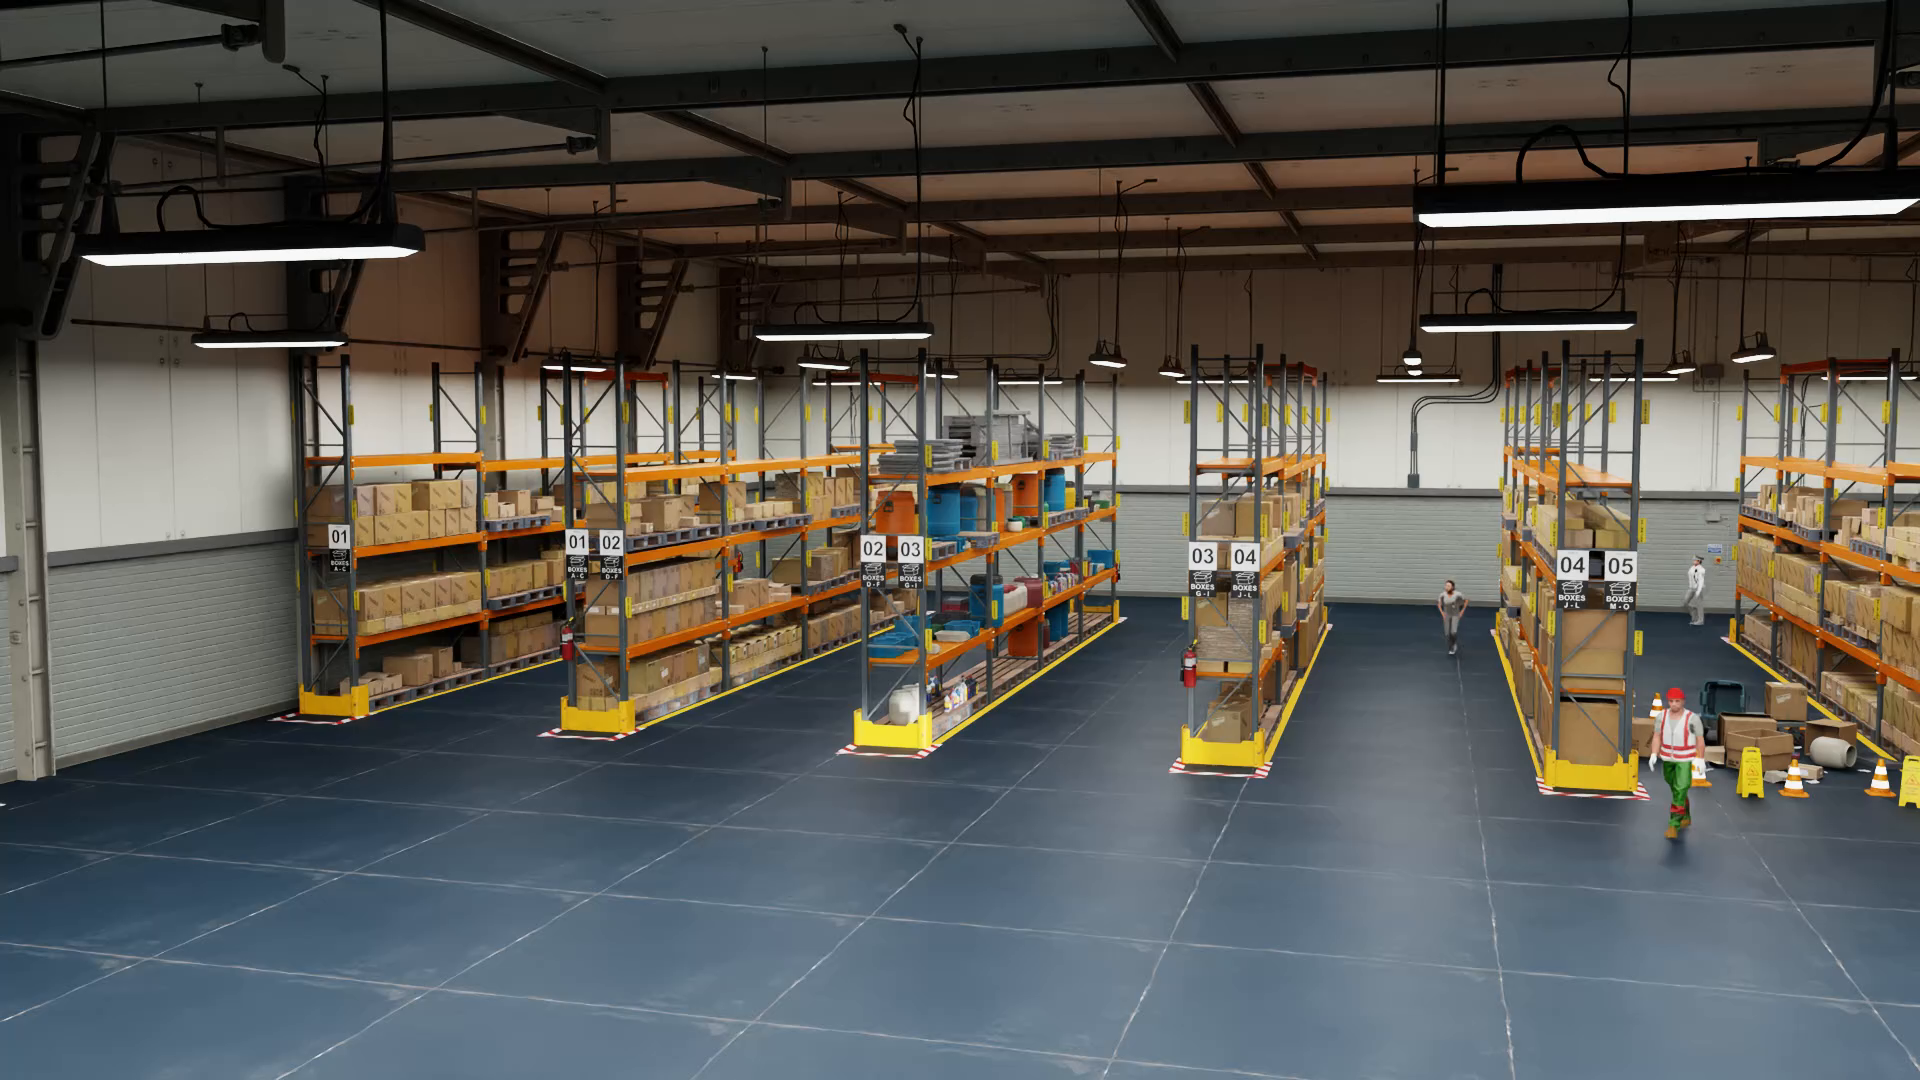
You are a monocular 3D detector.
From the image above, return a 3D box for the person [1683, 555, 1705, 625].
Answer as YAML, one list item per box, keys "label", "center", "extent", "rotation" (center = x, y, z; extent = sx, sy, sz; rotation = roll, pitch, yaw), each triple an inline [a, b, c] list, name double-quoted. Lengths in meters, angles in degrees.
- label: "person"
  center: [17.488, 1.197, 39.537]
  extent: [0.437, 1.705, 0.521]
  rotation: [-1, 4, -10]

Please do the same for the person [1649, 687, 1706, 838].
- label: "person"
  center: [8.506, 2.619, 19.789]
  extent: [0.995, 1.734, 0.560]
  rotation: [-4, 6, -39]

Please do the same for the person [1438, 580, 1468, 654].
- label: "person"
  center: [10.305, 1.611, 34.760]
  extent: [0.608, 1.579, 0.689]
  rotation: [2, 5, 25]
